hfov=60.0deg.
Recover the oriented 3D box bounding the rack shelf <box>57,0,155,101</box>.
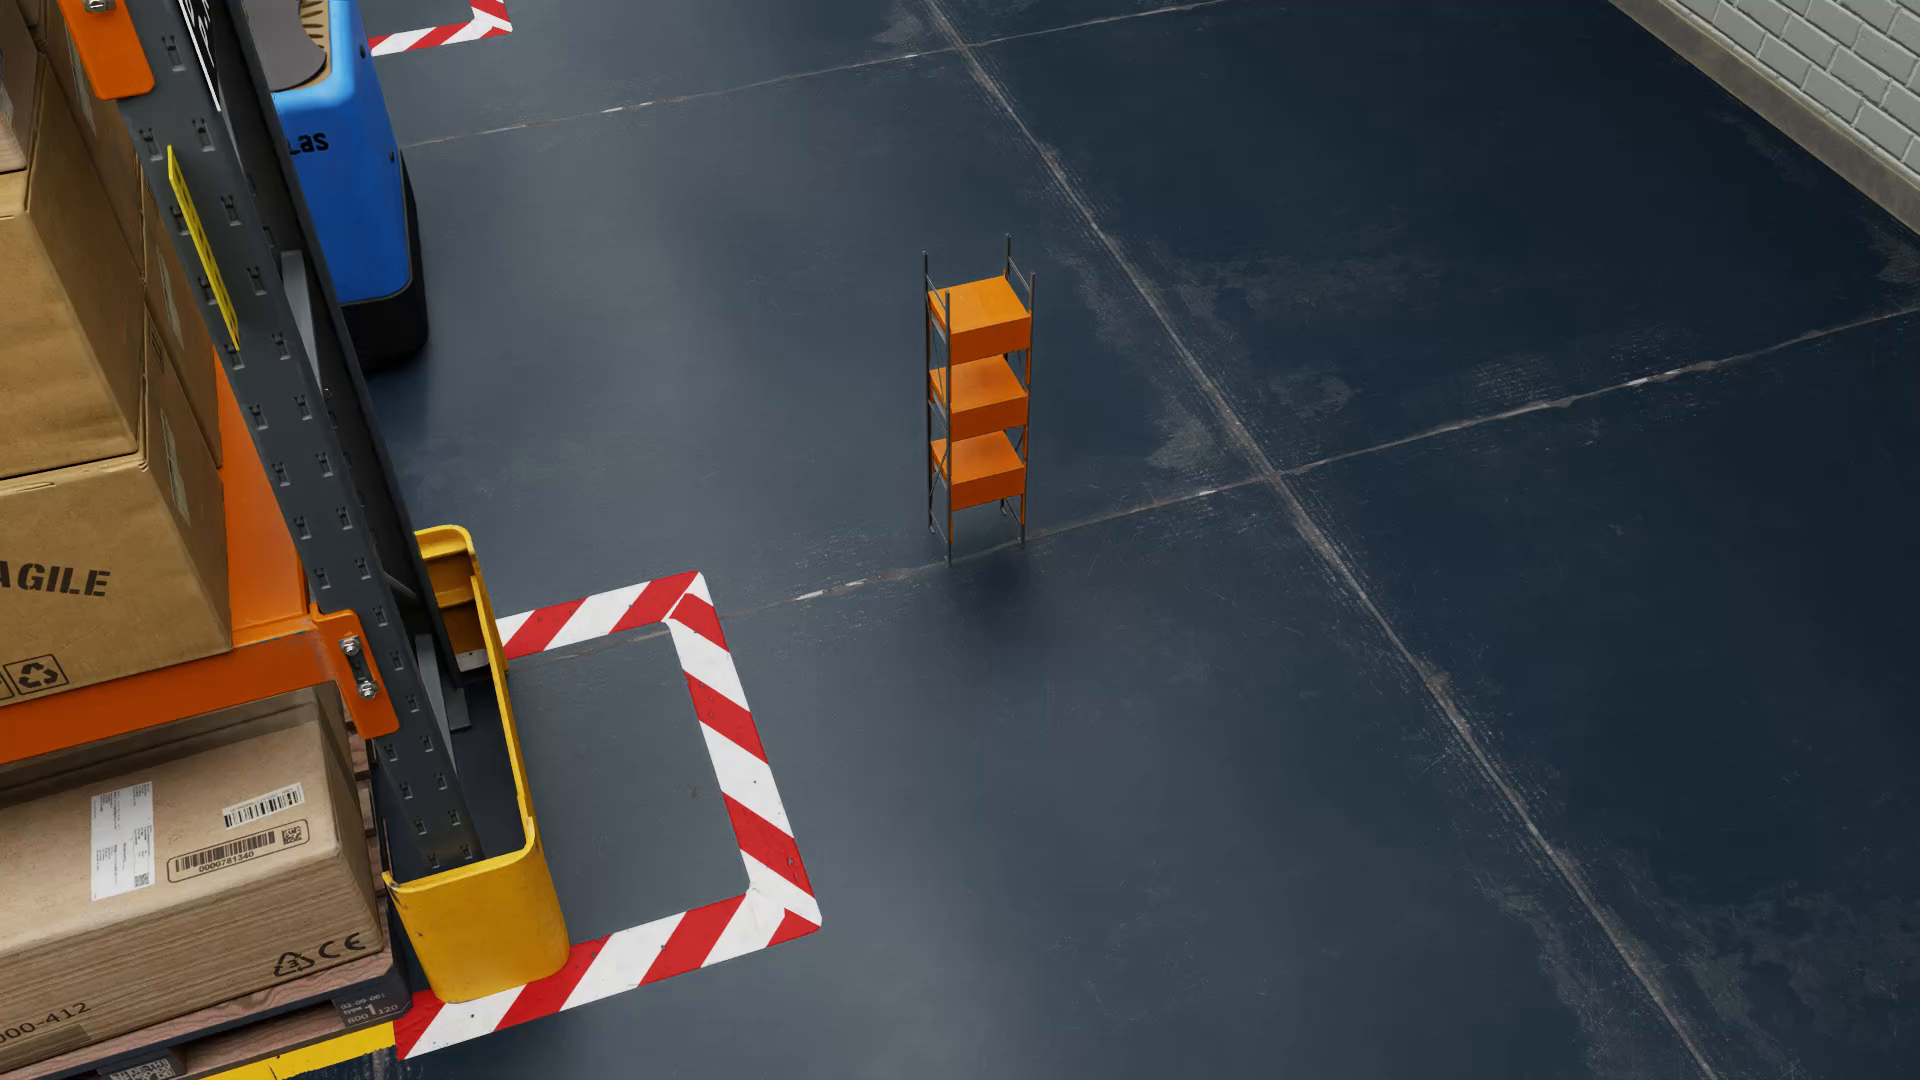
[{"bbox_3d":[-3.232,-0.648,2.169,4.000,0.370,1.077,-14,47,-14],"label":"rack shelf"}]

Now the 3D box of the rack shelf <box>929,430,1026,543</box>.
[{"bbox_3d":[0.050,-0.180,5.095,0.240,0.259,0.215,-14,47,-14],"label":"rack shelf"}]

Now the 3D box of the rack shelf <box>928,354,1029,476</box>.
[{"bbox_3d":[0.050,-0.376,4.898,0.240,0.259,0.215,-14,47,-14],"label":"rack shelf"}]

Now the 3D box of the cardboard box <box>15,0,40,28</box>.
[{"bbox_3d":[-1.779,-1.041,2.935,0.250,0.149,0.380,-13,47,-13],"label":"cardboard box"}]

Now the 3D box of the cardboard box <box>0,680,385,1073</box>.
[{"bbox_3d":[-1.938,0.657,3.990,0.875,0.438,0.875,-16,47,-15],"label":"cardboard box"}]

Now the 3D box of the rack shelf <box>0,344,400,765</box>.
[{"bbox_3d":[-3.232,0.411,3.231,4.000,0.370,1.077,-14,47,-14],"label":"rack shelf"}]

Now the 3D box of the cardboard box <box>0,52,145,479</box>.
[{"bbox_3d":[-1.723,-0.438,2.792,0.500,0.500,0.500,-13,47,-13],"label":"cardboard box"}]

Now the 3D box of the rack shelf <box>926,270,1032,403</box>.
[{"bbox_3d":[0.050,-0.576,4.697,0.240,0.259,0.215,-14,47,-14],"label":"rack shelf"}]

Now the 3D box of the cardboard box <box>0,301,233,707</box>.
[{"bbox_3d":[-1.715,-0.067,3.129,0.500,0.500,0.500,-14,47,-14],"label":"cardboard box"}]

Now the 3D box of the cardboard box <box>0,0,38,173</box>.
[{"bbox_3d":[-1.620,-0.722,2.617,0.250,0.149,0.380,-14,47,-13],"label":"cardboard box"}]

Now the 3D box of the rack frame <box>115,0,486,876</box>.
[{"bbox_3d":[-1.351,-0.324,3.456,0.127,3.000,1.000,-14,47,-14],"label":"rack frame"}]

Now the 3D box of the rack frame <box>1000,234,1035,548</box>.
[{"bbox_3d":[0.165,-0.413,4.920,0.008,1.050,0.200,-14,47,-14],"label":"rack frame"}]

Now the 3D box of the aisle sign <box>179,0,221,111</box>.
[{"bbox_3d":[-1.178,-1.053,2.346,0.004,0.787,0.394,-14,47,-14],"label":"aisle sign"}]

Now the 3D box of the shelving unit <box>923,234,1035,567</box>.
[{"bbox_3d":[0.050,-0.383,4.891,0.252,1.050,0.215,-14,47,-14],"label":"shelving unit"}]

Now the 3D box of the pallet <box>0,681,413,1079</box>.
[{"bbox_3d":[-2.076,0.904,4.200,1.213,0.211,1.003,-14,47,-14],"label":"pallet"}]

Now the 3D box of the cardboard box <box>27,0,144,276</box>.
[{"bbox_3d":[-1.899,-0.787,3.140,0.500,0.500,0.500,-15,47,-15],"label":"cardboard box"}]

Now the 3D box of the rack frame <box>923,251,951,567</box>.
[{"bbox_3d":[-0.064,-0.354,4.862,0.008,1.050,0.200,-14,47,-14],"label":"rack frame"}]

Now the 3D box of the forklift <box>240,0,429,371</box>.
[{"bbox_3d":[-3.452,-1.709,4.884,3.031,2.935,1.130,-12,46,-11],"label":"forklift"}]

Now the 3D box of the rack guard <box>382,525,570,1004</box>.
[{"bbox_3d":[-1.328,0.552,4.347,0.348,0.500,1.175,-14,47,-14],"label":"rack guard"}]

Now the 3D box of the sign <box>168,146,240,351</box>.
[{"bbox_3d":[-1.180,-0.452,2.598,0.005,0.325,0.100,-14,47,-14],"label":"sign"}]

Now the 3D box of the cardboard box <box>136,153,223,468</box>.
[{"bbox_3d":[-1.900,-0.436,3.496,0.500,0.500,0.500,-15,47,-14],"label":"cardboard box"}]
